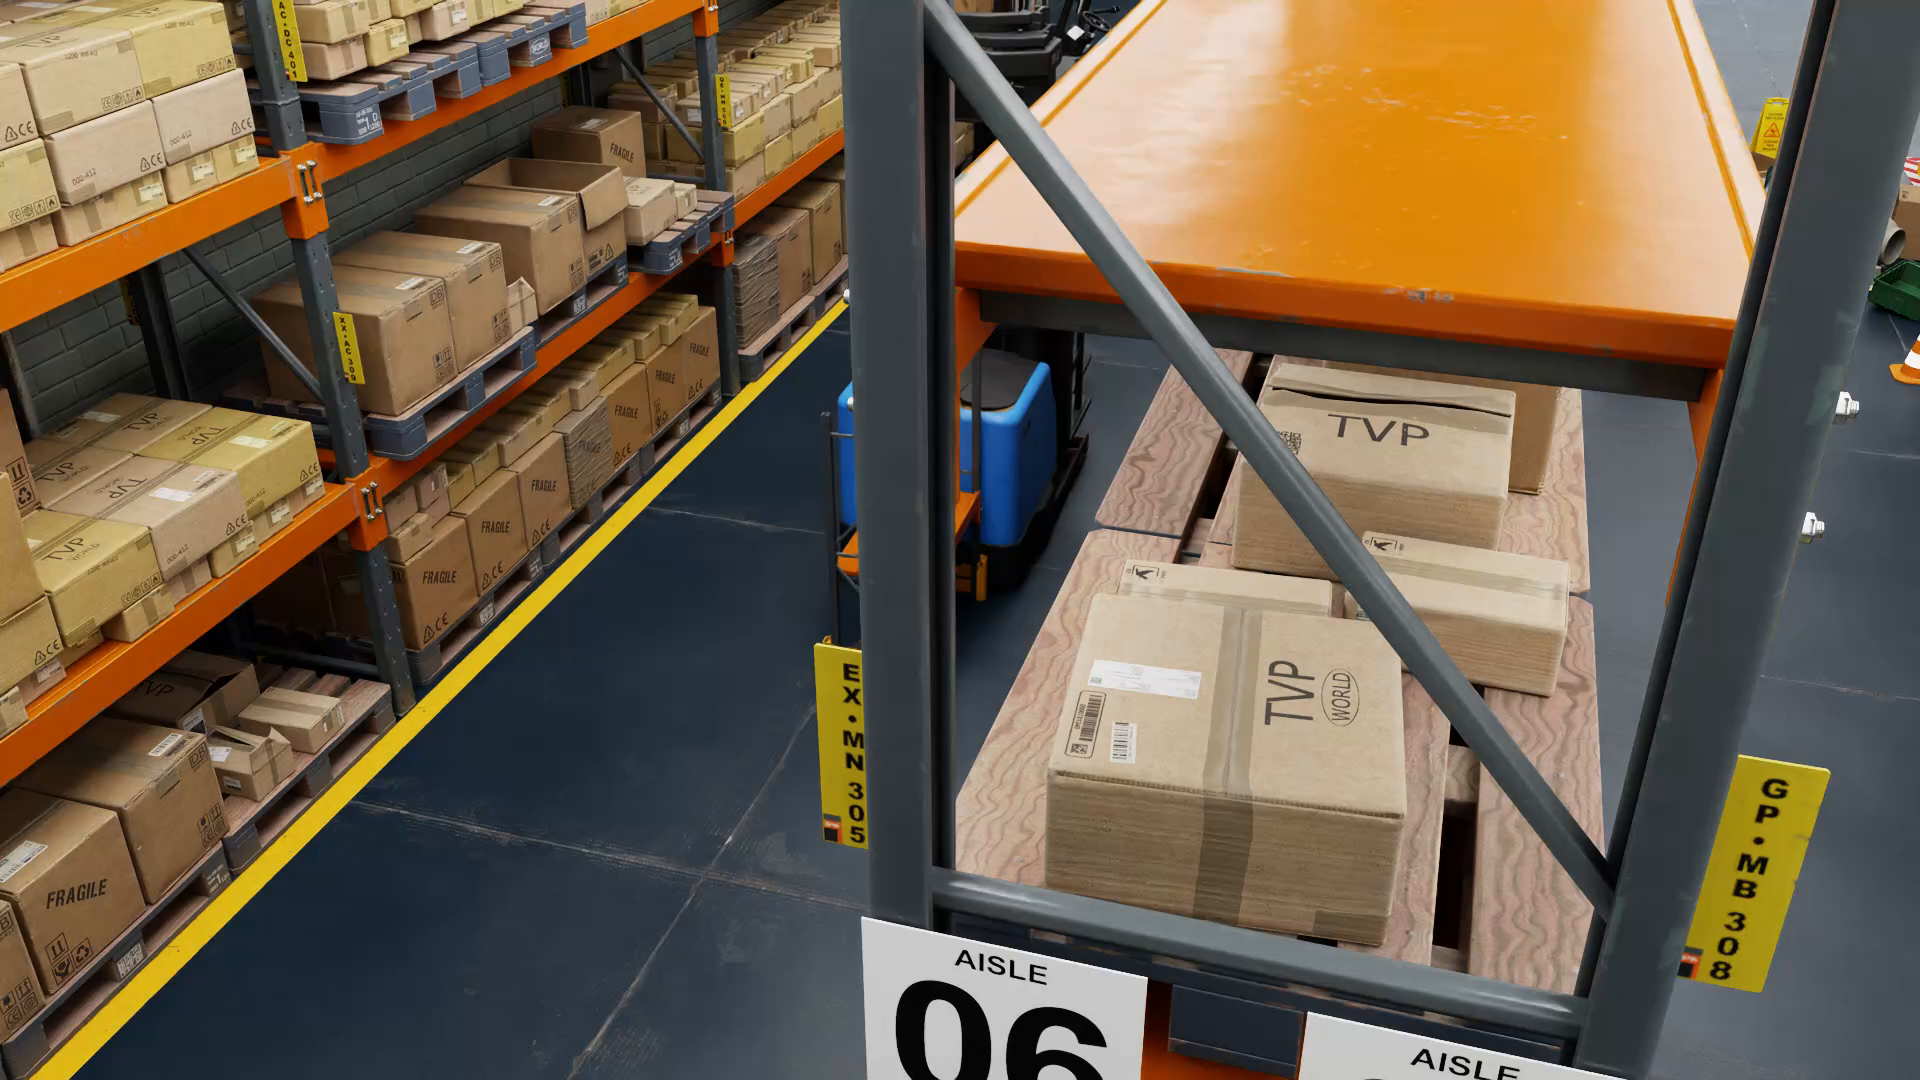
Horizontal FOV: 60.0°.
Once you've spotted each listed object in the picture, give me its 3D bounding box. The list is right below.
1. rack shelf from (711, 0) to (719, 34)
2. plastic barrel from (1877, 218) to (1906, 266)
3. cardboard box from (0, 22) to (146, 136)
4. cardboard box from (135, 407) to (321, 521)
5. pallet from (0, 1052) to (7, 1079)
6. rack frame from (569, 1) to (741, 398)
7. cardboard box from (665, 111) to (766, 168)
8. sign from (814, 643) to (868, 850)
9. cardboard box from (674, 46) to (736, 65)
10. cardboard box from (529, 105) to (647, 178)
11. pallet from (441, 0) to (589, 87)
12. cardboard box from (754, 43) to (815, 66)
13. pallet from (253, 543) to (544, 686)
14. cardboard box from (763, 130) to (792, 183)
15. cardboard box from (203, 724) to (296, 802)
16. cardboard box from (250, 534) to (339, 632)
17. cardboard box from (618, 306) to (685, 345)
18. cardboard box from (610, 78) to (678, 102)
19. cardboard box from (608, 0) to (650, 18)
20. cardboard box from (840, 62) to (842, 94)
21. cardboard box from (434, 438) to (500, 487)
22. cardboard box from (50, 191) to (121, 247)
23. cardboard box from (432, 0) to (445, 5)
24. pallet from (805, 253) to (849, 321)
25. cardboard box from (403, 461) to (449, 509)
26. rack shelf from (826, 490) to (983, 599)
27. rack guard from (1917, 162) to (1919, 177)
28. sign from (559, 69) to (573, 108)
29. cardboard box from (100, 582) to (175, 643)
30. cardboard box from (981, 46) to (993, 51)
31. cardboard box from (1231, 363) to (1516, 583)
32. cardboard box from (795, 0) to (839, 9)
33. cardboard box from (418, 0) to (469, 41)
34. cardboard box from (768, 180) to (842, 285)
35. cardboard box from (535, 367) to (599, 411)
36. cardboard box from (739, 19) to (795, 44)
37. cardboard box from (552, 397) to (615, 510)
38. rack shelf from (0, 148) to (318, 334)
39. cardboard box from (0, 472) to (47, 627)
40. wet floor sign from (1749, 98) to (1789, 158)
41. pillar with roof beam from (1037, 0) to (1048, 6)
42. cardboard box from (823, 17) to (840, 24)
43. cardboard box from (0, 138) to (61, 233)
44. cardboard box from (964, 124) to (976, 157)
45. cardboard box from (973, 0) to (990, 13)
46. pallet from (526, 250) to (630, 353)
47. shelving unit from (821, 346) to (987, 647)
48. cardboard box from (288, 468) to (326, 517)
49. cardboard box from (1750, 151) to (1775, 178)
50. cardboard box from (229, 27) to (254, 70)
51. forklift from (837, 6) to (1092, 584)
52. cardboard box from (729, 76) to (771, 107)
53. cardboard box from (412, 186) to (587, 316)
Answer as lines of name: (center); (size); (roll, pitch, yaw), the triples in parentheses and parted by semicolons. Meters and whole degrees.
rack shelf: (-1.439, -4.318, 12.082); (1.077, 0.370, 4.000); (8, 30, 15)
plastic barrel: (7.523, -2.506, 13.819); (0.421, 0.421, 0.512); (-17, 34, -28)
cardboard box: (-3.258, -1.621, 5.828); (0.500, 0.250, 0.500); (8, 30, 14)
cardboard box: (-3.116, -0.327, 7.100); (0.500, 0.250, 0.500); (9, 30, 16)
pallet: (-4.118, 2.138, 5.690); (1.003, 0.211, 1.213); (8, 30, 15)
rack frame: (-2.026, -2.392, 10.965); (1.000, 3.000, 0.127); (8, 30, 15)
cardboard box: (-1.638, -2.713, 11.182); (0.500, 0.250, 0.500); (8, 30, 15)
sign: (-0.142, 0.285, 2.238); (0.100, 0.325, 0.005); (8, 30, 15)
cardboard box: (-1.869, -3.511, 12.206); (0.380, 0.149, 0.250); (8, 30, 14)
cardboard box: (-2.326, -2.403, 10.449); (0.500, 0.500, 0.500); (10, 31, 17)
pallet: (-2.640, -2.538, 8.334); (1.213, 0.211, 1.003); (8, 30, 15)
cardboard box: (-1.298, -3.562, 12.297); (0.380, 0.149, 0.250); (8, 30, 15)
pallet: (-2.997, 0.302, 8.991); (1.003, 0.211, 1.213); (8, 30, 15)
cardboard box: (-1.509, -2.731, 11.728); (0.500, 0.250, 0.500); (8, 30, 14)
cardboard box: (-3.187, 0.944, 7.347); (0.396, 0.266, 0.258); (10, 30, 17)
cardboard box: (-3.338, 0.105, 8.615); (0.500, 0.500, 0.500); (8, 30, 15)
cardboard box: (-1.979, -1.370, 10.600); (0.380, 0.149, 0.250); (7, 30, 12)
cardboard box: (-2.154, -3.037, 11.354); (0.380, 0.149, 0.250); (9, 30, 16)
cardboard box: (-2.091, -3.131, 9.361); (0.500, 0.250, 0.500); (9, 30, 15)
cardboard box: (-1.051, -3.663, 12.889); (0.500, 0.250, 0.500); (9, 30, 16)
cardboard box: (-2.701, -0.427, 8.904); (0.380, 0.149, 0.250); (8, 30, 14)
cardboard box: (-3.261, -1.175, 5.949); (0.380, 0.149, 0.250); (8, 30, 15)
cardboard box: (-2.517, -2.537, 7.558); (0.380, 0.149, 0.250); (8, 30, 14)
pallet: (-1.387, -2.116, 13.337); (1.003, 0.211, 1.213); (8, 30, 15)
cardboard box: (-2.810, -0.295, 8.360); (0.380, 0.149, 0.250); (7, 30, 12)
rack shelf: (-0.267, 0.017, 8.547); (0.538, 0.185, 1.000); (7, 30, 13)
rack guard: (9.837, -3.663, 15.821); (1.175, 0.500, 0.348); (8, 30, 15)
sign: (-2.557, -2.976, 10.823); (0.100, 0.325, 0.005); (8, 30, 15)
cardboard box: (-3.312, 0.250, 6.474); (0.380, 0.149, 0.250); (8, 30, 14)
cardboard box: (0.203, -4.797, 16.655); (0.500, 0.250, 0.500); (9, 30, 16)
cardboard box: (0.860, -0.156, 3.416); (0.500, 0.311, 0.500); (9, 30, 16)
cardboard box: (-1.160, -4.446, 13.886); (0.380, 0.149, 0.250); (8, 30, 14)
cardboard box: (-2.486, -2.396, 7.610); (0.380, 0.149, 0.250); (9, 30, 16)
cardboard box: (-1.448, -2.444, 13.068); (0.875, 0.625, 0.625); (7, 30, 13)
cardboard box: (-2.344, -0.889, 9.735); (0.380, 0.149, 0.250); (7, 30, 12)
cardboard box: (-1.515, -3.979, 13.047); (0.380, 0.149, 0.250); (8, 30, 15)
cardboard box: (-2.387, -0.538, 9.770); (0.500, 0.500, 0.500); (7, 30, 13)
rack shelf: (-3.787, -0.601, 5.399); (1.077, 0.370, 4.000); (8, 30, 15)
cardboard box: (-3.543, 0.064, 5.627); (0.500, 0.500, 0.500); (9, 30, 16)
wet floor sign: (7.946, -4.011, 16.297); (0.267, 0.644, 0.232); (3, 29, 6)
pillar with roof beam: (5.133, -10.711, 19.747); (9.100, 9.000, 0.400); (8, 30, 15)
cardboard box: (-0.871, -4.018, 13.118); (0.380, 0.149, 0.250); (8, 30, 13)
cardboard box: (-3.406, -1.169, 5.529); (0.500, 0.250, 0.500); (9, 30, 16)
cardboard box: (-0.123, -3.890, 16.054); (0.500, 0.250, 0.500); (9, 30, 16)
cardboard box: (-0.019, -5.175, 15.864); (0.500, 0.500, 0.500); (9, 30, 15)
pallet: (-2.592, -1.404, 9.386); (1.003, 0.211, 1.213); (8, 30, 15)
shelving unit: (-0.270, -0.136, 8.451); (0.587, 1.500, 1.083); (7, 30, 13)
cardboard box: (-3.052, -0.240, 7.354); (0.380, 0.149, 0.250); (9, 30, 16)
cardboard box: (6.973, -3.135, 14.868); (0.797, 0.503, 0.637); (-12, 31, -20)
cardboard box: (-3.177, -2.113, 7.100); (0.380, 0.149, 0.250); (8, 30, 15)
forklift: (0.200, -1.738, 9.860); (1.130, 2.935, 3.031); (7, 30, 13)
cardboard box: (-1.522, -3.073, 11.418); (0.380, 0.149, 0.250); (9, 30, 16)
cardboard box: (-2.462, -1.559, 8.932); (0.700, 0.500, 0.500); (8, 30, 15)
